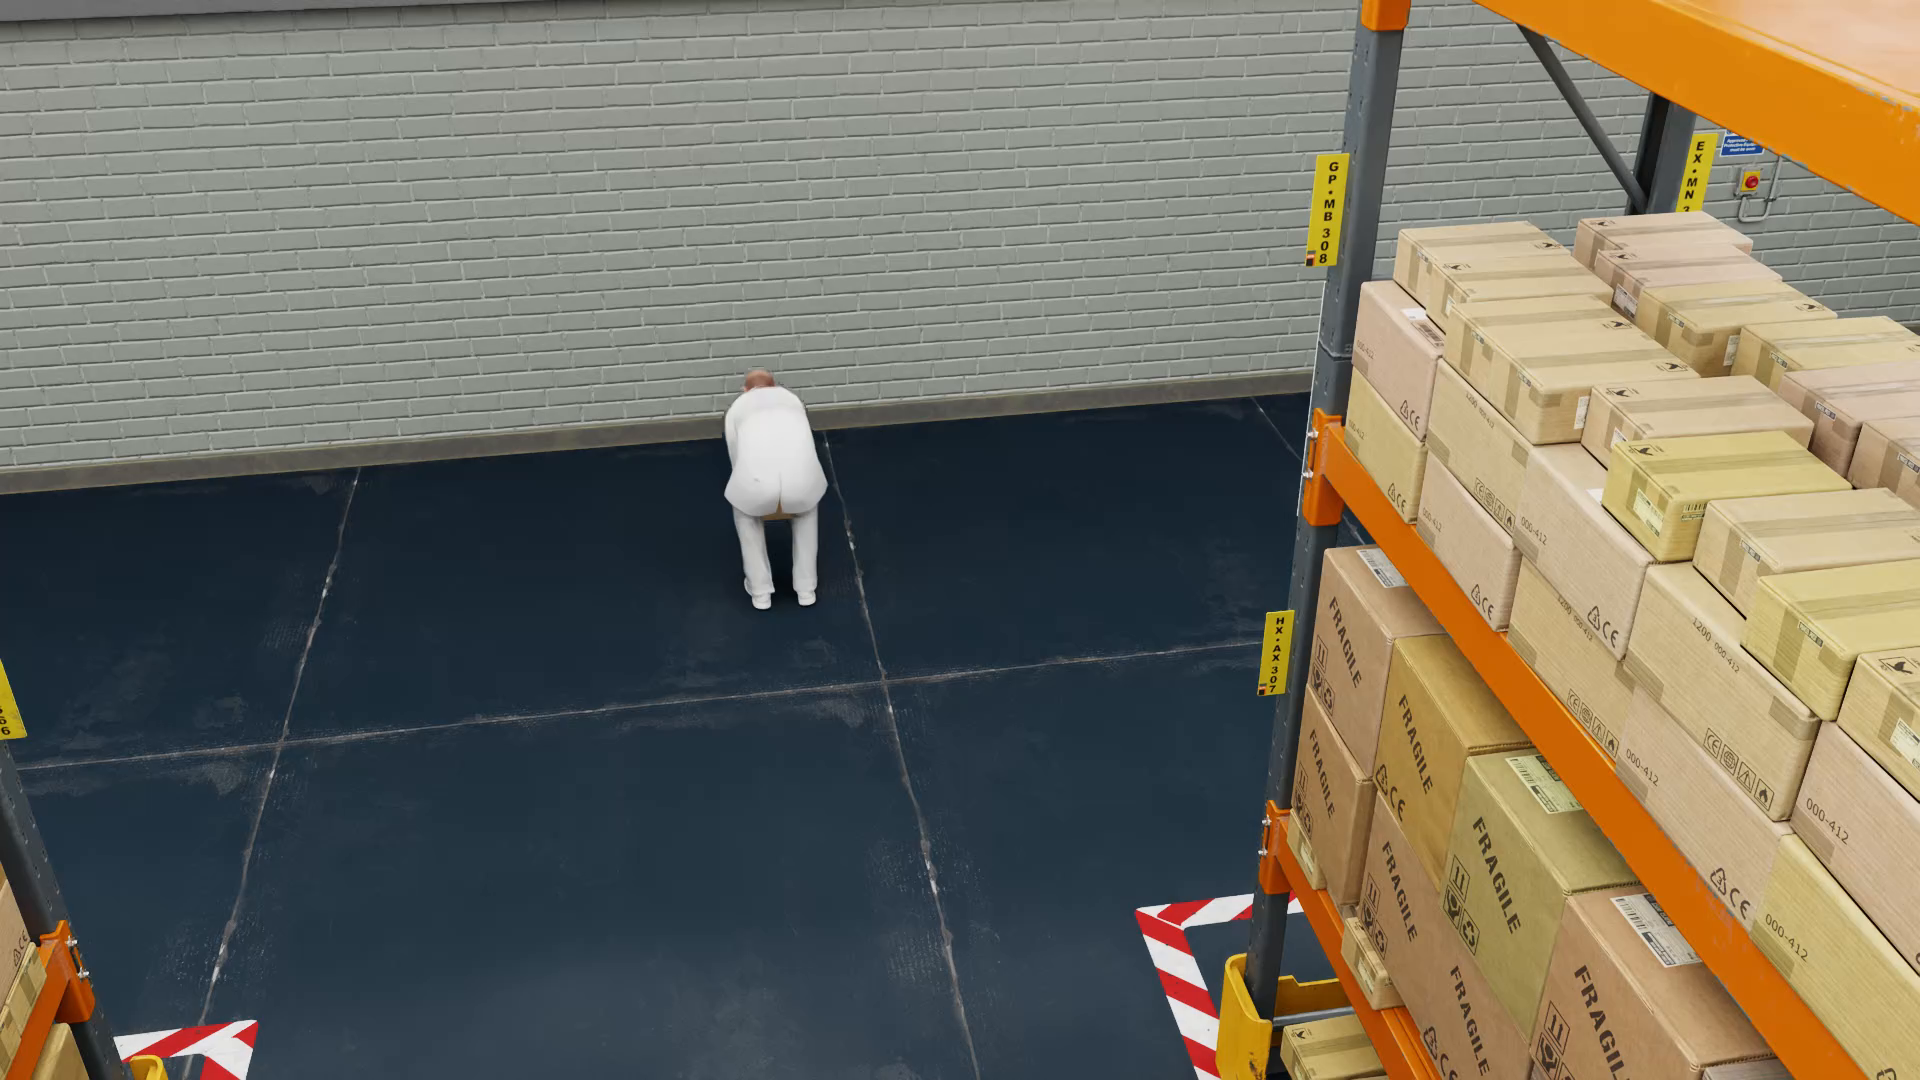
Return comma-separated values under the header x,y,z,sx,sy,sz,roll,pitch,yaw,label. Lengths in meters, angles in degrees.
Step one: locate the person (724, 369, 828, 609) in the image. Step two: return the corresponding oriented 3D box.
x,y,z,sx,sy,sz,roll,pitch,yaw,label
-1.047,-0.297,9.300,0.568,1.140,0.948,-6,31,-11,person
